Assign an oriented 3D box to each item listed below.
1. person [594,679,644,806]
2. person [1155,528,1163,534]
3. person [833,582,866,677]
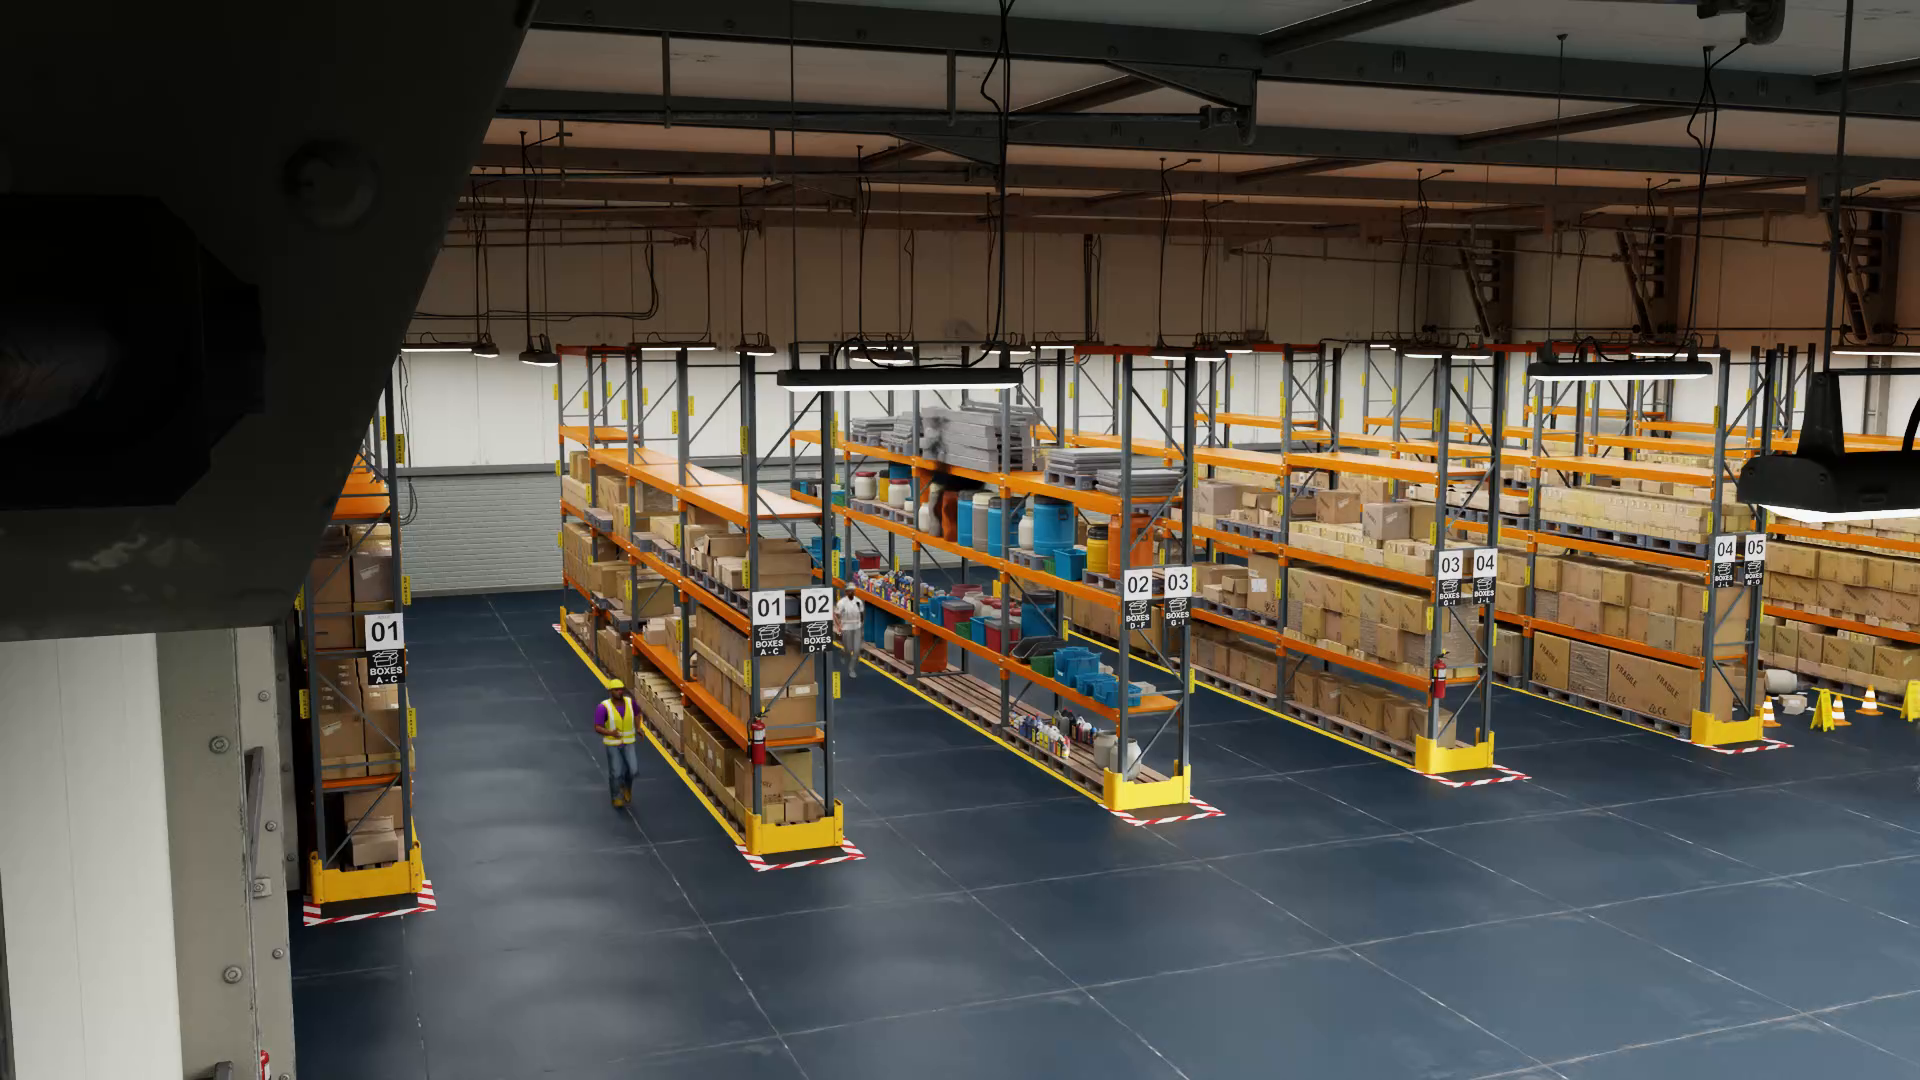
[{"bbox_3d":[-4.468,2.685,21.931,0.685,1.723,0.623,-4,8,-28],"label":"person"},{"bbox_3d":[4.620,0.533,39.011,0.628,1.638,0.923,0,7,4],"label":"person"},{"bbox_3d":[-1.920,1.546,29.099,0.582,1.660,0.584,-3,8,-21],"label":"person"}]
